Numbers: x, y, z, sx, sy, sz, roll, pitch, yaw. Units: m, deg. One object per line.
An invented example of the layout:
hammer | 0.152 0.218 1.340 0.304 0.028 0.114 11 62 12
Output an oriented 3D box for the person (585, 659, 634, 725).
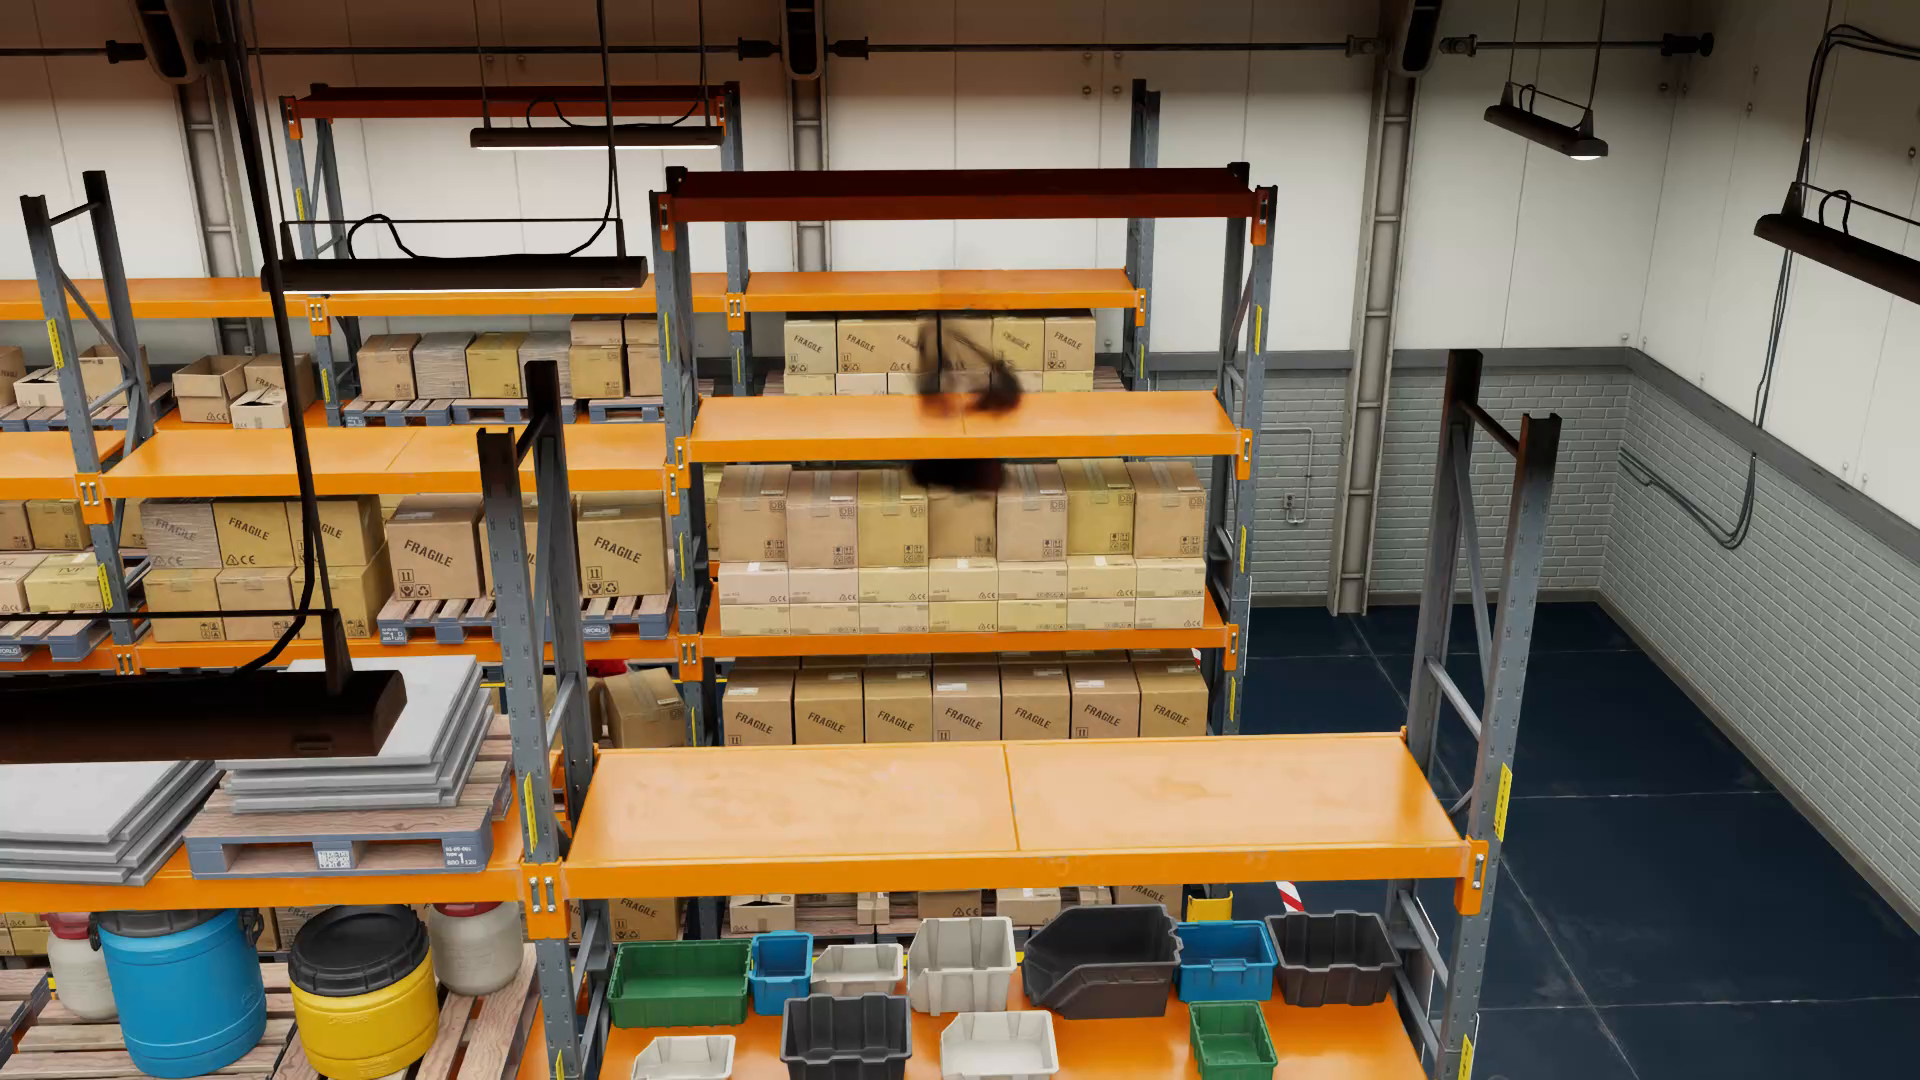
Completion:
person | -3.295 1.407 15.629 0.892 1.552 0.694 -8 23 -19
